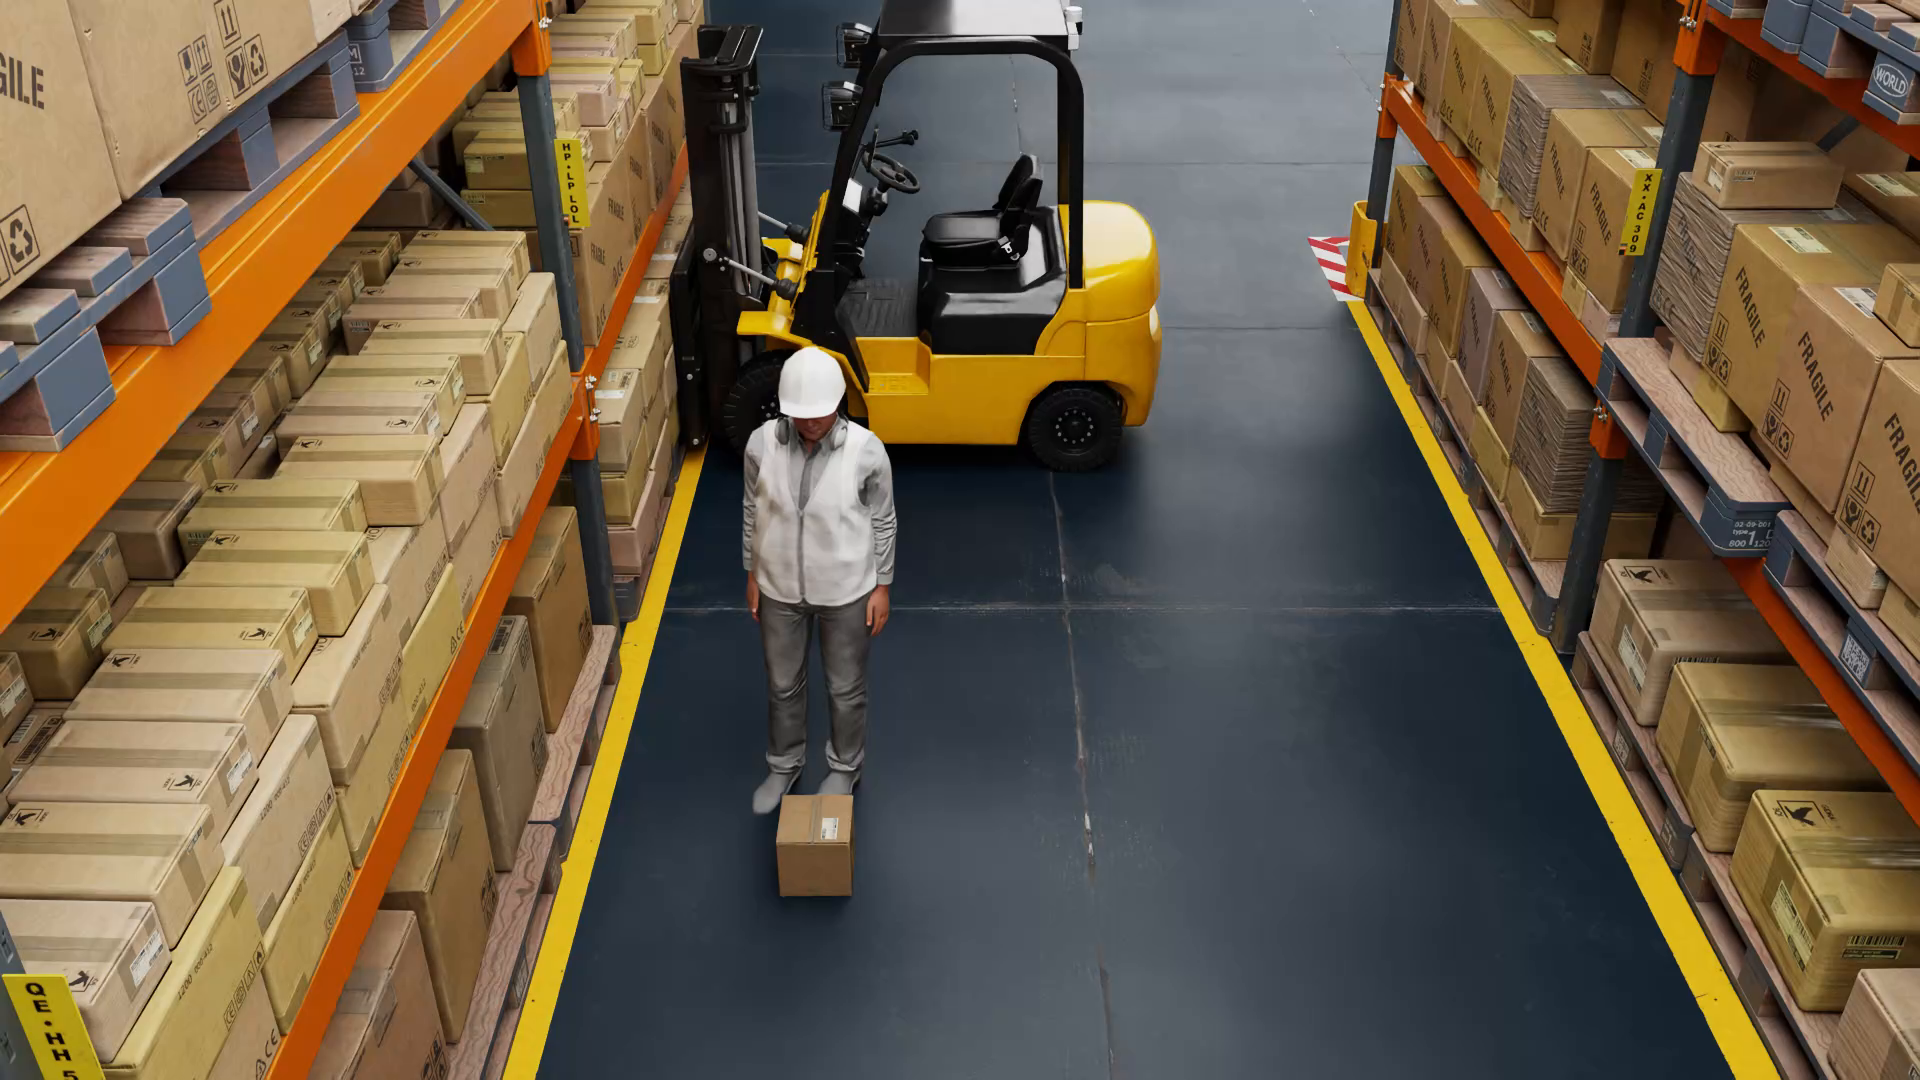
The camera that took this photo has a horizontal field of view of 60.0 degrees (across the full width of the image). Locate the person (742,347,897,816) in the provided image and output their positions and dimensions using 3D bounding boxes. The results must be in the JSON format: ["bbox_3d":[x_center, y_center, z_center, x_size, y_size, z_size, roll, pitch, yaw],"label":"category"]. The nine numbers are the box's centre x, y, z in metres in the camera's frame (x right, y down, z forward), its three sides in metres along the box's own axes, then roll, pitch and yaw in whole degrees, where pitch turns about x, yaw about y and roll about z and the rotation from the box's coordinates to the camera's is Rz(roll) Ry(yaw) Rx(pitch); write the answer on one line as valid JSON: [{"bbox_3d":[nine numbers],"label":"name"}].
[{"bbox_3d":[-0.500,0.177,5.821,0.548,1.807,0.413,5,32,8],"label":"person"}]
